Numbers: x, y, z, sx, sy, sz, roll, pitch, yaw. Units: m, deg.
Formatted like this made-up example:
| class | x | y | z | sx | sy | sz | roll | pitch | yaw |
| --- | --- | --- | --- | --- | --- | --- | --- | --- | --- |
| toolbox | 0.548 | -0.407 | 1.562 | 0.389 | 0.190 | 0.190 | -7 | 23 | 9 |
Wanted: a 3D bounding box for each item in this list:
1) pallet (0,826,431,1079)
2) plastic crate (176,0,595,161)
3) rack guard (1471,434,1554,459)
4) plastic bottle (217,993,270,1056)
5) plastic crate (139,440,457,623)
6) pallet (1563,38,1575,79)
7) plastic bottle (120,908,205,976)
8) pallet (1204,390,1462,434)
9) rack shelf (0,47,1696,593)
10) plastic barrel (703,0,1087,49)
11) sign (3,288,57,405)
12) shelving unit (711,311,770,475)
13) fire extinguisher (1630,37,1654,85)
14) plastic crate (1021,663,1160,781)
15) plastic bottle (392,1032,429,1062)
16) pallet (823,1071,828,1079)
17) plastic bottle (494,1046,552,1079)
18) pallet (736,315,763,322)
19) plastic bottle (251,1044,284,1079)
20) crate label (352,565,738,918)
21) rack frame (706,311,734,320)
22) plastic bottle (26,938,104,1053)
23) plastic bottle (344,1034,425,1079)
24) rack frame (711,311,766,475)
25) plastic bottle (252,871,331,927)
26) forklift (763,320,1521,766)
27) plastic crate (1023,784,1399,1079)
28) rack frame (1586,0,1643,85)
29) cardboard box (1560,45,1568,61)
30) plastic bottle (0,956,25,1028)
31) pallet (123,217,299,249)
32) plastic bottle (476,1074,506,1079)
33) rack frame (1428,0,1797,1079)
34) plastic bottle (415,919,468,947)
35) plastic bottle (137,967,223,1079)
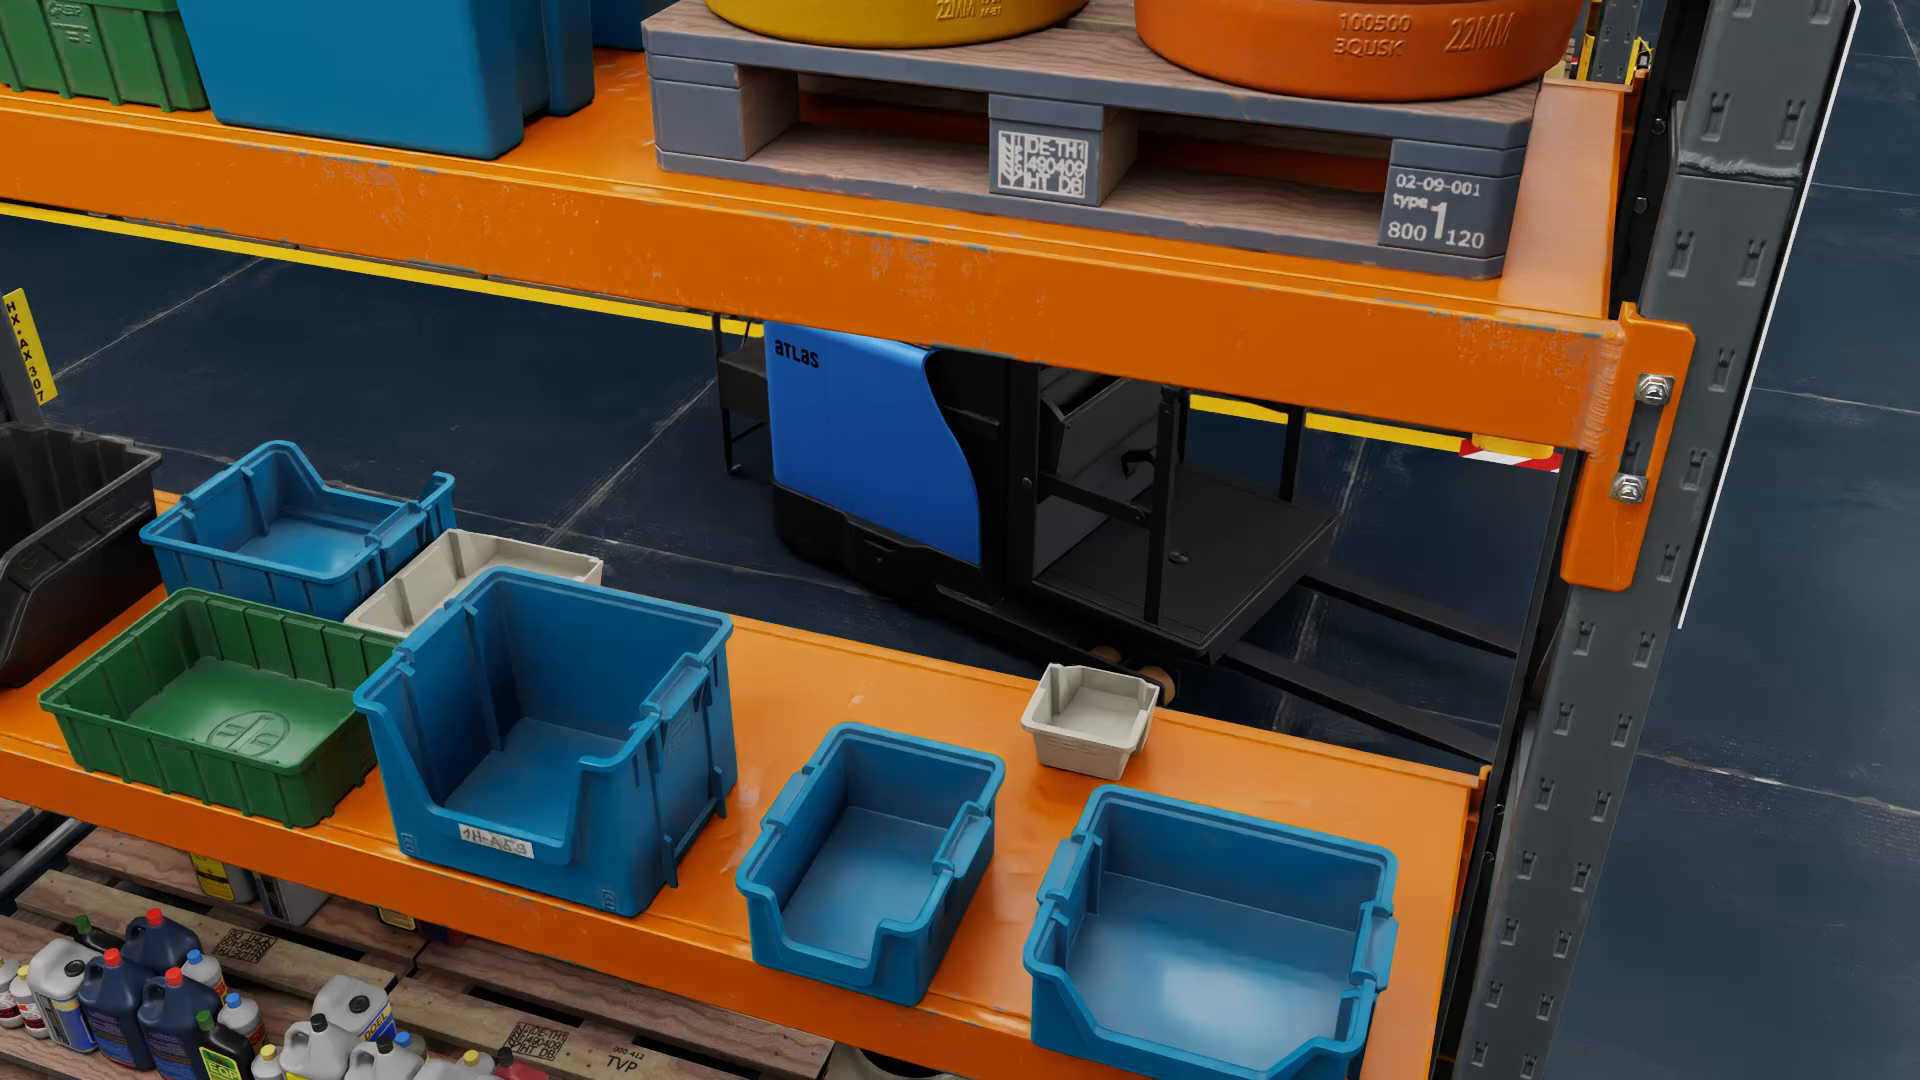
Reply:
| class | x | y | z | sx | sy | sz | roll | pitch | yaw |
| --- | --- | --- | --- | --- | --- | --- | --- | --- | --- |
| pallet | -2.124 | 1.193 | 4.707 | 1.213 | 0.211 | 1.003 | 11 | 34 | 16 |
| plastic crate | -0.873 | -0.839 | 2.533 | 0.575 | 0.384 | 0.392 | 11 | 34 | 16 |
| rack guard | 2.623 | -0.883 | 7.657 | 0.348 | 0.500 | 1.175 | 11 | 34 | 16 |
| plastic bottle | -1.793 | 1.241 | 4.172 | 0.097 | 0.271 | 0.097 | 0 | 33 | 0 |
| plastic crate | -1.608 | 0.004 | 4.115 | 0.616 | 0.251 | 0.499 | 11 | 34 | 16 |
| pallet | 3.684 | -3.368 | 11.772 | 1.213 | 0.211 | 1.003 | 11 | 34 | 16 |
| plastic bottle | -2.073 | 1.092 | 4.330 | 0.185 | 0.351 | 0.144 | 11 | 34 | 16 |
| pallet | 1.870 | -0.928 | 7.993 | 1.213 | 0.211 | 1.003 | 11 | 34 | 16 |
| rack shelf | -0.859 | -0.714 | 2.989 | 4.000 | 0.370 | 1.077 | 11 | 34 | 16 |
| plastic barrel | -0.092 | -1.050 | 2.284 | 0.600 | 0.588 | 0.600 | 0 | 33 | 0 |
| sign | -2.546 | -0.517 | 4.531 | 0.005 | 0.325 | 0.100 | 11 | 34 | 16 |
| shelving unit | -0.694 | -1.173 | 6.630 | 0.503 | 2.100 | 0.431 | 22 | 39 | 30 |
| fire extinguisher | 2.647 | -1.631 | 6.581 | 0.183 | 0.674 | 0.296 | 11 | 34 | 16 |
| plastic crate | 0.290 | 0.392 | 3.620 | 0.250 | 0.136 | 0.298 | 11 | 34 | 16 |
| plastic bottle | -1.370 | 1.305 | 4.138 | 0.097 | 0.201 | 0.097 | 0 | 33 | 0 |
| pallet | 0.173 | 1.640 | 4.015 | 1.213 | 0.211 | 1.003 | 11 | 34 | 16 |
| plastic bottle | -1.046 | 1.339 | 4.009 | 0.133 | 0.283 | 0.061 | 11 | 34 | 16 |
| pallet | -0.427 | -1.375 | 8.685 | 1.213 | 0.211 | 1.003 | 11 | 34 | 16 |
| plastic bottle | -1.686 | 1.326 | 4.104 | 0.097 | 0.201 | 0.097 | 0 | 33 | 0 |
| crate label | -0.800 | 0.396 | 3.338 | 0.616 | 0.435 | 0.502 | 11 | 34 | 16 |
| rack frame | -1.071 | -2.651 | 8.091 | 0.127 | 3.000 | 1.000 | 11 | 34 | 16 |
| plastic bottle | -2.276 | 1.165 | 4.286 | 0.135 | 0.276 | 0.152 | 12 | 35 | 18 |
| plastic bottle | -1.369 | 1.312 | 3.989 | 0.185 | 0.351 | 0.144 | 12 | 35 | 18 |
| rack frame | -0.891 | -1.251 | 6.752 | 0.015 | 2.100 | 0.400 | 22 | 39 | 30 |
| plastic bottle | -1.884 | 0.923 | 4.660 | 0.135 | 0.276 | 0.152 | 11 | 34 | 16 |
| forklift | 0.737 | -0.953 | 5.524 | 3.031 | 2.935 | 1.130 | 22 | 39 | 30 |
| plastic crate | 0.451 | 0.733 | 2.986 | 0.616 | 0.251 | 0.499 | 11 | 34 | 16 |
| rack frame | 2.695 | -1.919 | 6.957 | 0.127 | 3.000 | 1.000 | 11 | 34 | 16 |
| cardboard box | 3.802 | -3.808 | 11.454 | 0.875 | 0.875 | 0.875 | 11 | 35 | 17 |
| plastic bottle | -2.494 | 1.169 | 4.348 | 0.097 | 0.201 | 0.097 | 0 | 33 | 0 |
| pallet | -4.101 | -2.068 | 9.758 | 1.213 | 0.211 | 1.003 | 11 | 34 | 16 |
| plastic bottle | -1.081 | 1.397 | 3.927 | 0.135 | 0.276 | 0.152 | 11 | 35 | 17 |
| rack frame | 1.024 | 0.610 | 3.040 | 0.127 | 3.000 | 1.000 | 11 | 34 | 16 |
| plastic bottle | -1.437 | 0.985 | 4.557 | 0.133 | 0.283 | 0.061 | 11 | 34 | 16 |
| plastic bottle | -1.944 | 1.200 | 4.163 | 0.185 | 0.351 | 0.144 | 10 | 34 | 14 |
